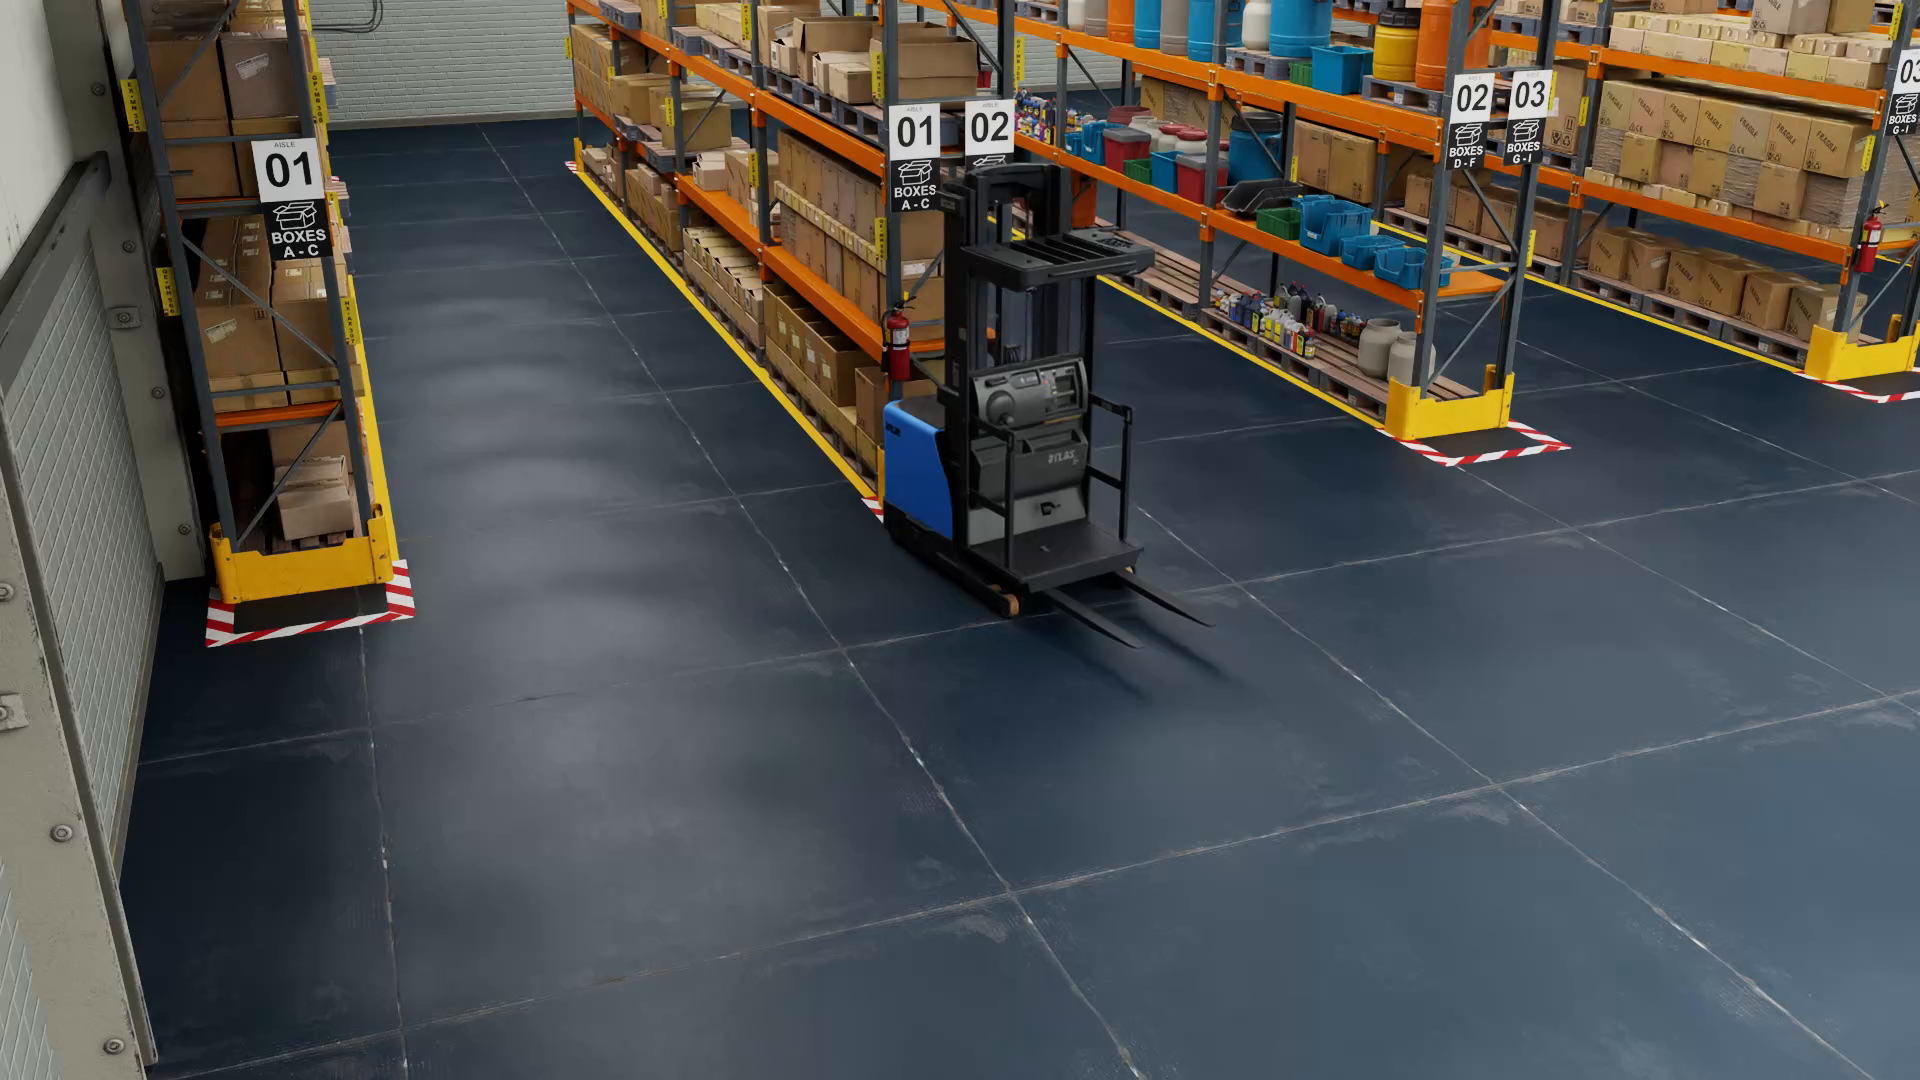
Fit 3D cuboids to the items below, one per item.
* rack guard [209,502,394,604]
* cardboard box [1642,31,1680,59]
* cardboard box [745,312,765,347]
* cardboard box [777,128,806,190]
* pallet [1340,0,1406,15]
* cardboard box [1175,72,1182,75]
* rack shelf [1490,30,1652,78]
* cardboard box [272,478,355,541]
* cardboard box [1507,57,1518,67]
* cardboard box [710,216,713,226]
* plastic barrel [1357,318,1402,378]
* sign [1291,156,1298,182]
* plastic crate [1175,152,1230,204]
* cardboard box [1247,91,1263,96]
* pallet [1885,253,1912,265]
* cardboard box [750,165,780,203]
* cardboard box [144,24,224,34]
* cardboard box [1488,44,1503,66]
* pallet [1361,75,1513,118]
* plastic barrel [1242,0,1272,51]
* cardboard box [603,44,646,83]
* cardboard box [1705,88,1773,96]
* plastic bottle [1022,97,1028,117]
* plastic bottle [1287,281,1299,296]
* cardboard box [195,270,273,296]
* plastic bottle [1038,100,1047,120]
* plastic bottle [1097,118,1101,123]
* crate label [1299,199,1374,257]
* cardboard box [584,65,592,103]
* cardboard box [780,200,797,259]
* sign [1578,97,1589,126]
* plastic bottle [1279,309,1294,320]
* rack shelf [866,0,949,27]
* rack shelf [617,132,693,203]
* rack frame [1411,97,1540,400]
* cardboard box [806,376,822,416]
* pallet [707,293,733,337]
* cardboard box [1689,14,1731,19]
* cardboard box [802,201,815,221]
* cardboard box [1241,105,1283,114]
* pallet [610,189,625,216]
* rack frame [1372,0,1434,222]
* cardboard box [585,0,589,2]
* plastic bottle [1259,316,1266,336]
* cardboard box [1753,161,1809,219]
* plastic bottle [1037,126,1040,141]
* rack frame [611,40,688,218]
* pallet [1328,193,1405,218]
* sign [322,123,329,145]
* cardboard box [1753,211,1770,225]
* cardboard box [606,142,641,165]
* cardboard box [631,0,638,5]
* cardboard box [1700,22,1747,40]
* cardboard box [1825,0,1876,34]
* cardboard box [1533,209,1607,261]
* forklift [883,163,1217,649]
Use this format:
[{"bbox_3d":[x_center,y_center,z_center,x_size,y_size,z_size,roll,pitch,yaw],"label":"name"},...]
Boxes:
[{"bbox_3d":[-4.744,0.089,12.019,1.175,0.500,0.348,-8,24,-19],"label":"rack guard"},{"bbox_3d":[7.883,-5.450,18.274,0.500,0.250,0.500,-9,24,-19],"label":"cardboard box"},{"bbox_3d":[-1.915,-2.207,17.247,0.500,0.250,0.500,-9,24,-20],"label":"cardboard box"},{"bbox_3d":[-1.335,-3.653,15.880,0.700,0.500,0.500,-8,24,-19],"label":"cardboard box"},{"bbox_3d":[6.082,-7.503,23.194,1.213,0.211,1.003,-7,24,-17],"label":"pallet"},{"bbox_3d":[3.894,-8.039,28.408,0.380,0.149,0.250,-9,24,-20],"label":"cardboard box"},{"bbox_3d":[7.065,-6.305,21.035,1.077,0.370,4.000,-8,24,-19],"label":"rack shelf"},{"bbox_3d":[-4.877,-0.263,12.530,0.500,0.311,0.500,-11,25,-25],"label":"cardboard box"},{"bbox_3d":[9.330,-7.950,27.656,0.380,0.149,0.250,-10,25,-22],"label":"cardboard box"},{"bbox_3d":[-2.994,-4.068,21.315,0.500,0.500,0.500,-9,25,-21],"label":"cardboard box"},{"bbox_3d":[4.070,-1.852,16.069,0.421,0.512,0.421,0,23,0],"label":"plastic barrel"},{"bbox_3d":[3.657,-4.047,18.257,0.100,0.325,0.005,-8,24,-19],"label":"sign"},{"bbox_3d":[2.681,-4.011,18.447,0.402,0.464,0.583,-8,24,-19],"label":"plastic crate"},{"bbox_3d":[4.874,-7.279,26.153,0.500,0.500,0.500,-8,24,-19],"label":"cardboard box"},{"bbox_3d":[12.643,-3.599,21.142,1.003,0.211,1.213,-8,24,-19],"label":"pallet"},{"bbox_3d":[-1.939,-3.688,17.634,0.500,0.500,0.500,-7,24,-15],"label":"cardboard box"},{"bbox_3d":[-5.317,-3.251,11.421,0.500,0.500,0.500,-7,24,-16],"label":"cardboard box"},{"bbox_3d":[9.186,-8.398,28.425,0.500,0.500,0.500,-8,24,-19],"label":"cardboard box"},{"bbox_3d":[4.350,-4.004,14.892,1.003,0.211,1.213,-8,24,-19],"label":"pallet"},{"bbox_3d":[3.106,-5.292,17.020,0.421,0.512,0.421,0,23,0],"label":"plastic barrel"},{"bbox_3d":[-4.744,-6.732,23.567,0.500,0.500,0.500,-8,24,-19],"label":"cardboard box"},{"bbox_3d":[8.542,-4.682,18.322,0.500,0.500,0.500,-8,24,-19],"label":"cardboard box"},{"bbox_3d":[0.951,-6.257,24.022,0.097,0.271,0.097,0,23,0],"label":"plastic bottle"},{"bbox_3d":[3.635,-2.636,18.109,0.144,0.351,0.185,-9,24,-20],"label":"plastic bottle"},{"bbox_3d":[-5.251,-1.647,12.122,0.500,0.500,0.500,-8,24,-18],"label":"cardboard box"},{"bbox_3d":[1.190,-6.150,23.762,0.152,0.276,0.135,-8,24,-19],"label":"plastic bottle"},{"bbox_3d":[1.859,-5.490,22.202,0.097,0.271,0.097,0,23,0],"label":"plastic bottle"},{"bbox_3d":[3.648,-3.043,16.185,0.502,0.435,0.616,-8,24,-19],"label":"crate label"},{"bbox_3d":[-5.464,-7.009,25.512,0.500,0.500,0.500,-8,24,-19],"label":"cardboard box"},{"bbox_3d":[-1.335,-3.055,16.132,0.700,0.500,0.500,-9,24,-20],"label":"cardboard box"},{"bbox_3d":[7.254,-4.984,19.345,0.100,0.325,0.005,-8,24,-19],"label":"sign"},{"bbox_3d":[3.382,-2.252,17.294,0.152,0.276,0.135,-8,24,-19],"label":"plastic bottle"},{"bbox_3d":[-0.395,-8.532,26.319,1.077,0.370,4.000,-8,24,-19],"label":"rack shelf"},{"bbox_3d":[-3.617,-5.018,21.844,1.077,0.370,4.000,-8,24,-19],"label":"rack shelf"},{"bbox_3d":[4.551,-2.395,14.693,1.000,3.000,0.127,-8,24,-19],"label":"rack frame"},{"bbox_3d":[-1.091,-1.340,15.191,0.500,0.250,0.500,-8,24,-19],"label":"cardboard box"},{"bbox_3d":[-2.229,-2.591,18.749,1.003,0.211,1.213,-8,24,-19],"label":"pallet"},{"bbox_3d":[8.335,-5.757,18.488,0.380,0.149,0.250,-10,25,-22],"label":"cardboard box"},{"bbox_3d":[-1.222,-3.019,15.211,0.380,0.149,0.250,-9,25,-21],"label":"cardboard box"},{"bbox_3d":[5.190,-6.419,26.436,1.225,0.875,0.875,-8,24,-19],"label":"cardboard box"},{"bbox_3d":[-4.565,-5.041,24.563,1.003,0.211,1.213,-8,24,-19],"label":"pallet"},{"bbox_3d":[6.359,-5.981,23.202,1.000,3.000,0.127,-8,24,-19],"label":"rack frame"},{"bbox_3d":[-5.267,-8.076,24.503,0.500,0.250,0.500,-8,24,-19],"label":"cardboard box"},{"bbox_3d":[3.180,-2.236,17.354,0.097,0.201,0.097,0,23,0],"label":"plastic bottle"},{"bbox_3d":[8.727,-3.626,17.103,0.875,0.500,0.500,-8,24,-19],"label":"cardboard box"},{"bbox_3d":[1.078,-5.427,22.142,0.097,0.201,0.097,0,23,0],"label":"plastic bottle"},{"bbox_3d":[-4.323,-6.076,23.429,1.000,3.000,0.127,-8,24,-19],"label":"rack frame"},{"bbox_3d":[6.151,-4.993,24.448,1.003,0.211,1.213,-8,24,-19],"label":"pallet"},{"bbox_3d":[-7.039,-4.517,18.340,0.100,0.325,0.005,-8,24,-19],"label":"sign"},{"bbox_3d":[8.543,-3.398,17.396,0.380,0.149,0.250,-8,24,-19],"label":"cardboard box"},{"bbox_3d":[-4.992,-5.811,25.446,0.797,0.503,0.637,-8,24,-19],"label":"cardboard box"},{"bbox_3d":[-3.957,-7.312,21.699,0.600,0.600,0.600,-9,24,-20],"label":"cardboard box"},{"bbox_3d":[8.094,-5.395,17.630,0.380,0.149,0.250,-9,24,-20],"label":"cardboard box"},{"bbox_3d":[8.913,-5.446,16.916,0.500,0.500,0.500,-8,24,-19],"label":"cardboard box"},{"bbox_3d":[7.575,-3.804,20.690,0.700,0.500,0.500,-10,25,-23],"label":"cardboard box"},{"bbox_3d":[0.613,-1.017,11.513,1.130,2.935,3.031,-14,26,-29],"label":"forklift"}]
